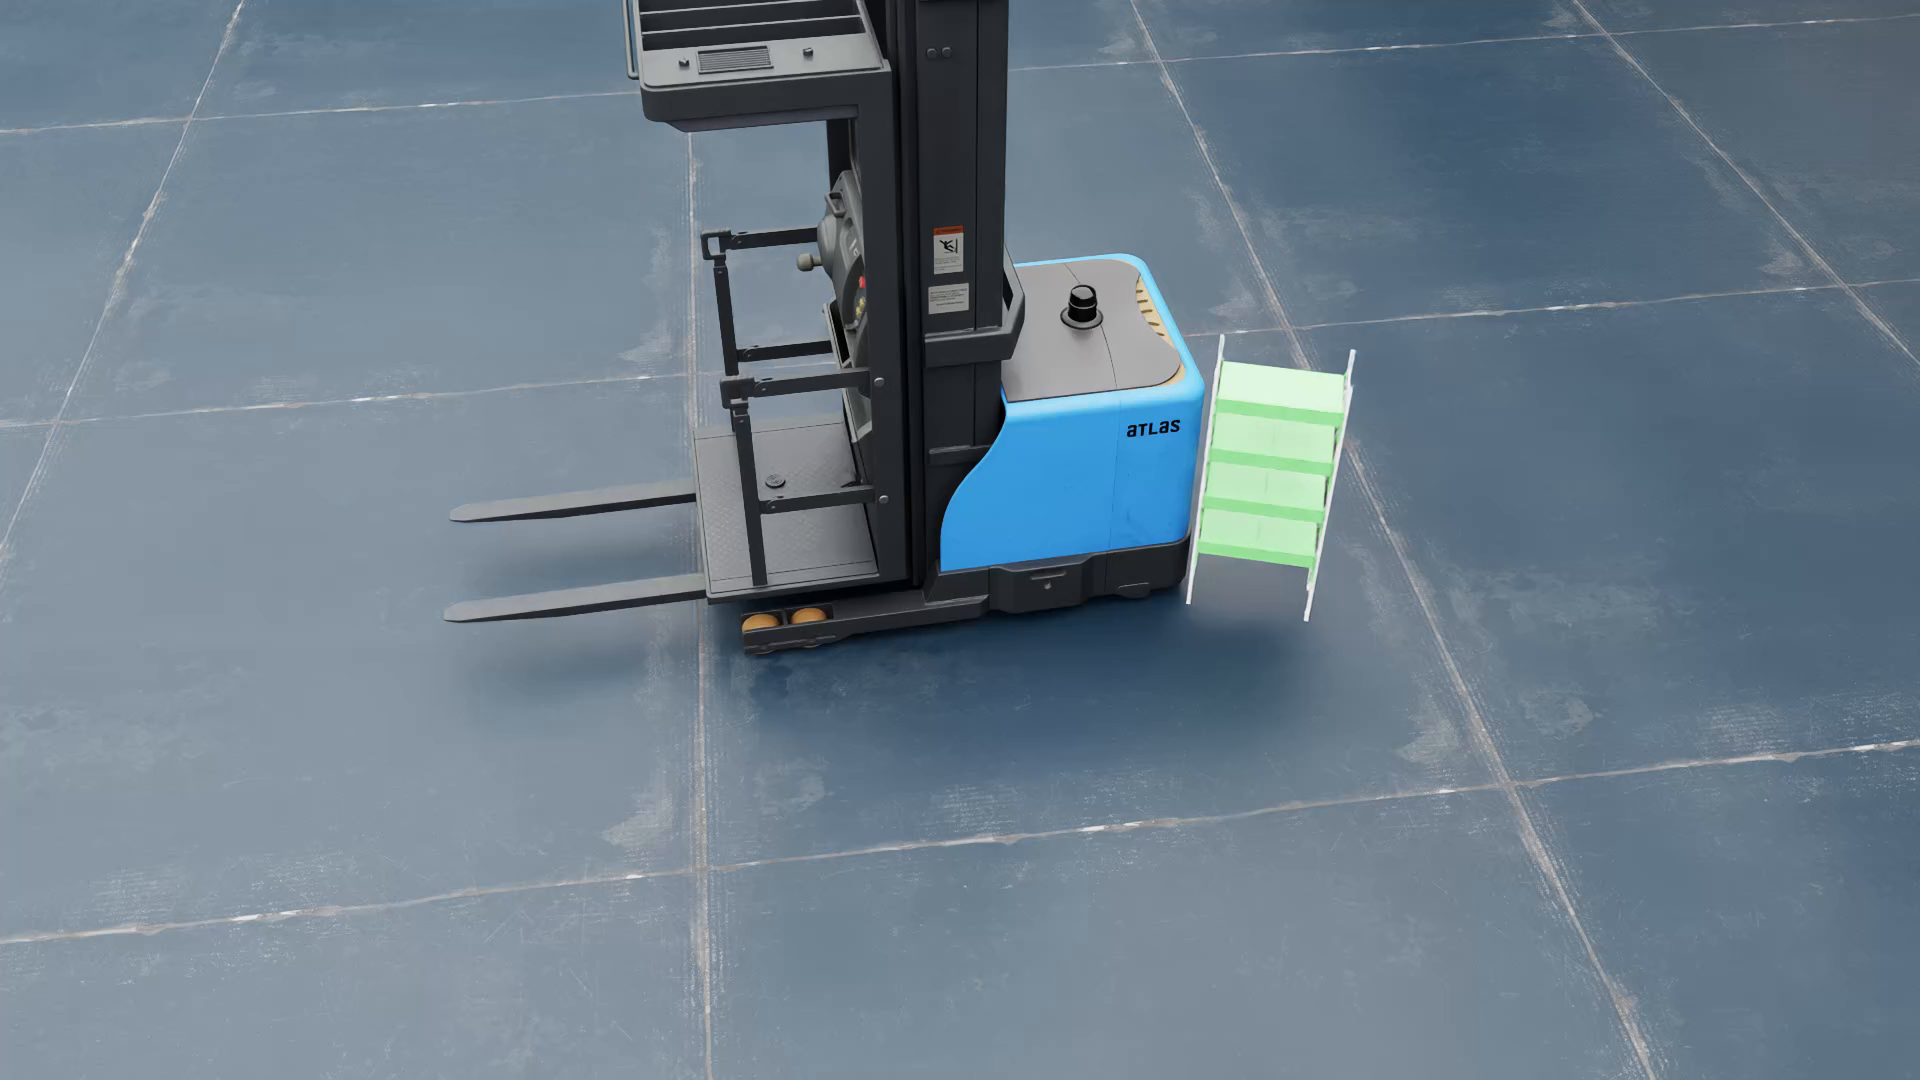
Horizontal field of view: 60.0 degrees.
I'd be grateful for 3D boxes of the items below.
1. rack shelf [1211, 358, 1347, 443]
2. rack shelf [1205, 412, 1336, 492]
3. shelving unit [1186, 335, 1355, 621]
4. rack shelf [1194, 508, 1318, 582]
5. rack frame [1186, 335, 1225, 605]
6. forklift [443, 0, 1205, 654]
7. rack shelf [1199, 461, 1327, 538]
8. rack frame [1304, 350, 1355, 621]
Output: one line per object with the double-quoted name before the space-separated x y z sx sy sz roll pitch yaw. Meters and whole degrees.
"rack shelf" 1.214 -0.531 6.321 0.480 0.148 0.258 8 43 9
"rack shelf" 1.215 -0.353 6.482 0.480 0.148 0.258 8 43 9
"shelving unit" 1.215 -0.222 6.600 0.503 1.200 0.258 8 43 9
"rack shelf" 1.216 0.004 6.803 0.480 0.148 0.258 8 43 9
"rack frame" 0.976 -0.255 6.637 0.015 1.200 0.240 8 43 9
"forklift" -0.615 -1.012 6.183 3.031 2.935 1.130 -7 43 -8
"rack shelf" 1.215 -0.175 6.642 0.480 0.148 0.258 8 43 9
"rack frame" 1.454 -0.189 6.562 0.015 1.200 0.240 8 43 9
